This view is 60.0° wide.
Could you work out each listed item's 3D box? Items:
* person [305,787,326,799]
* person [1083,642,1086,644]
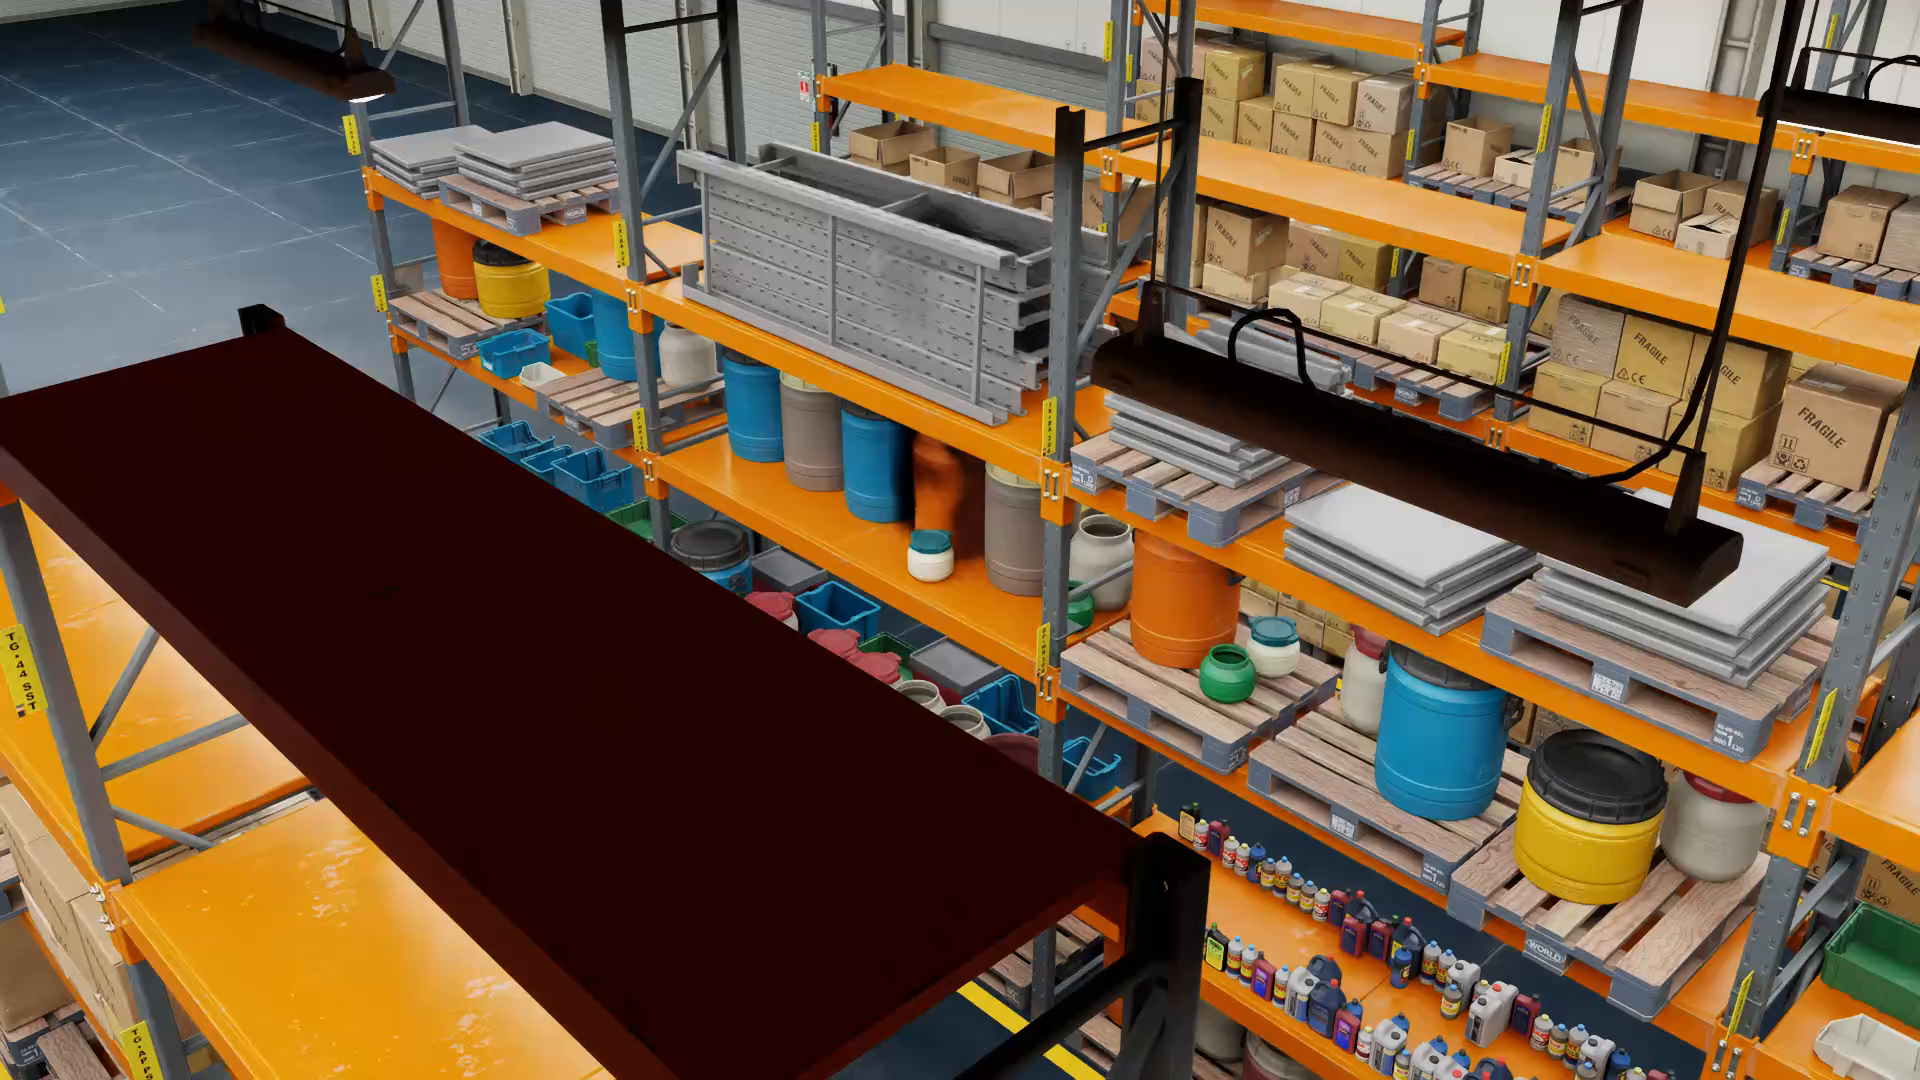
[{"bbox_3d":[-4.979,1.424,12.495,0.544,1.625,0.846,-21,34,-33],"label":"person"},{"bbox_3d":[1.086,0.594,14.147,0.856,1.553,0.690,13,31,22],"label":"person"}]
